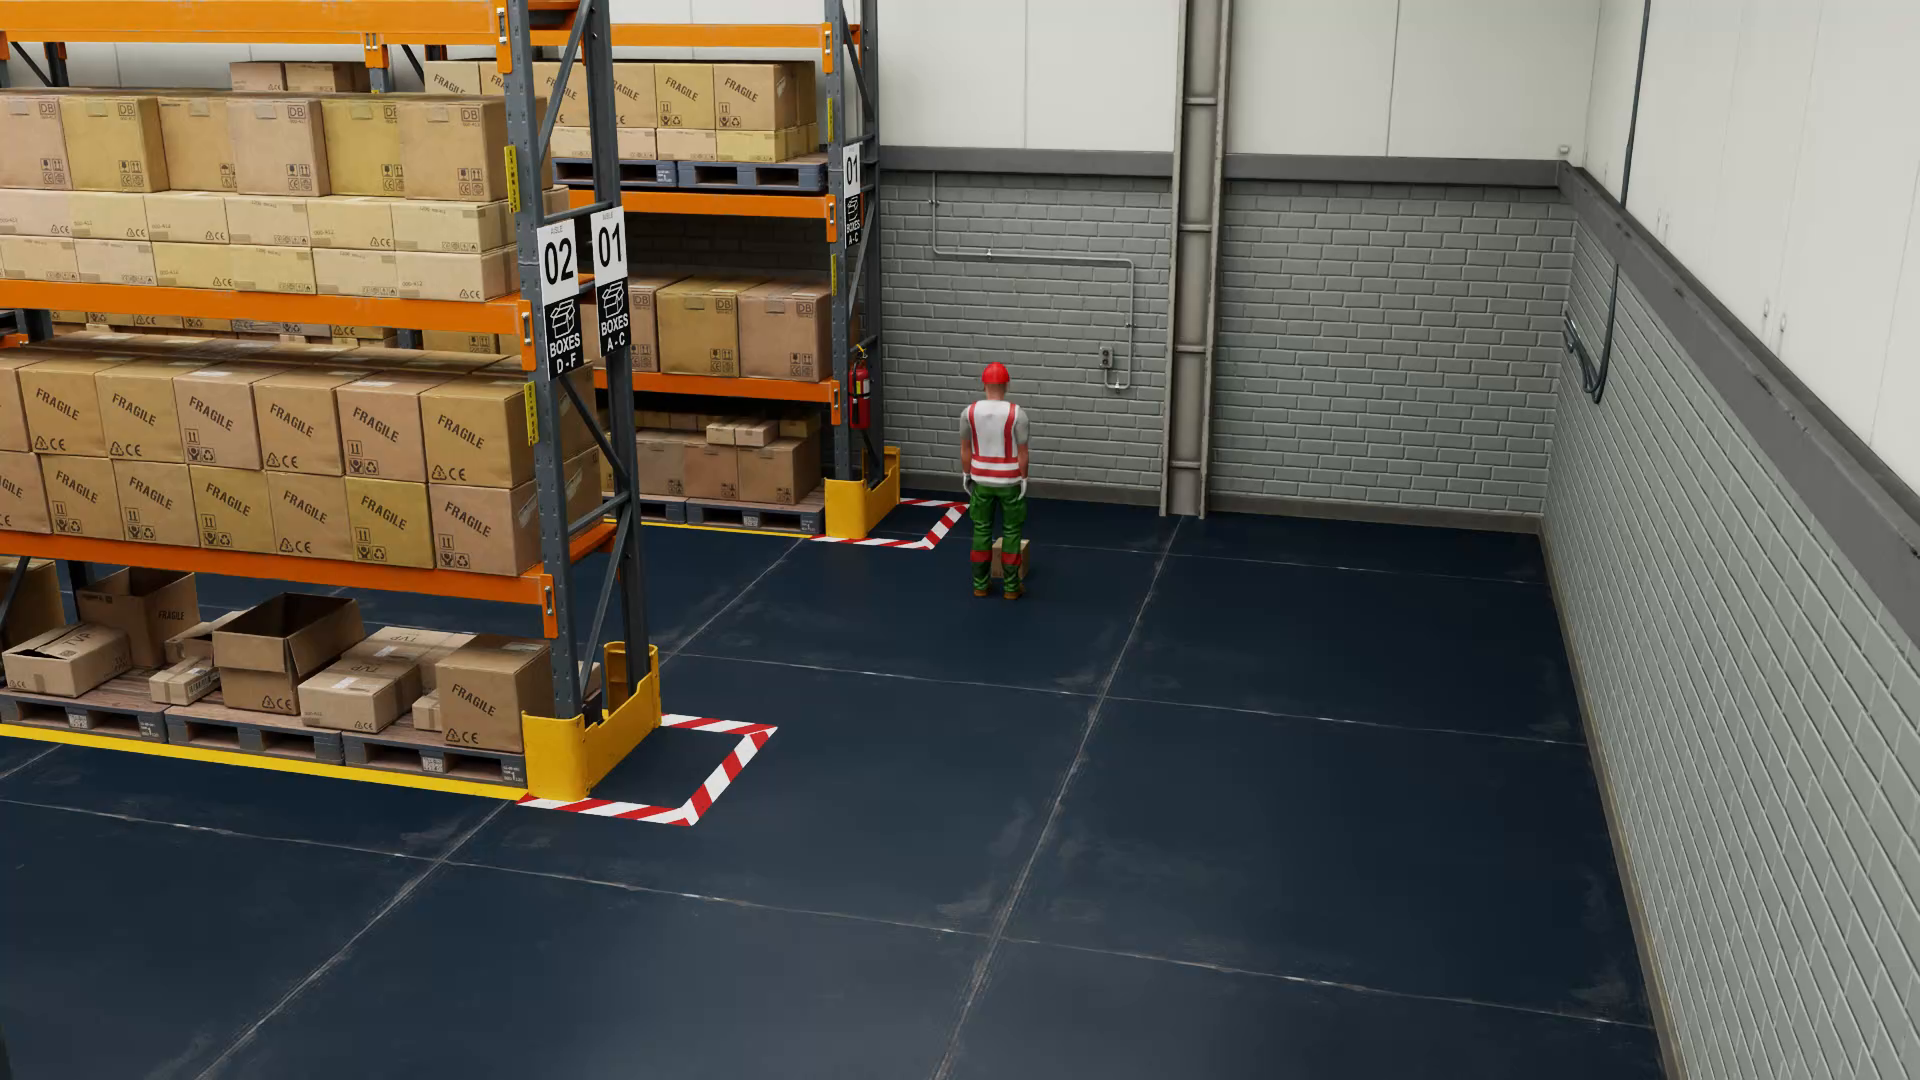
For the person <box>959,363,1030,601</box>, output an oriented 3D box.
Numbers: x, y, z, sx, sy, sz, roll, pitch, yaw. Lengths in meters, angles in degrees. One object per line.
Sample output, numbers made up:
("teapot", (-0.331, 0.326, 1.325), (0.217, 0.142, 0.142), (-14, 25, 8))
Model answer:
("person", (0.265, -0.439, 12.372), (0.527, 1.779, 0.347), (5, 19, 15))
